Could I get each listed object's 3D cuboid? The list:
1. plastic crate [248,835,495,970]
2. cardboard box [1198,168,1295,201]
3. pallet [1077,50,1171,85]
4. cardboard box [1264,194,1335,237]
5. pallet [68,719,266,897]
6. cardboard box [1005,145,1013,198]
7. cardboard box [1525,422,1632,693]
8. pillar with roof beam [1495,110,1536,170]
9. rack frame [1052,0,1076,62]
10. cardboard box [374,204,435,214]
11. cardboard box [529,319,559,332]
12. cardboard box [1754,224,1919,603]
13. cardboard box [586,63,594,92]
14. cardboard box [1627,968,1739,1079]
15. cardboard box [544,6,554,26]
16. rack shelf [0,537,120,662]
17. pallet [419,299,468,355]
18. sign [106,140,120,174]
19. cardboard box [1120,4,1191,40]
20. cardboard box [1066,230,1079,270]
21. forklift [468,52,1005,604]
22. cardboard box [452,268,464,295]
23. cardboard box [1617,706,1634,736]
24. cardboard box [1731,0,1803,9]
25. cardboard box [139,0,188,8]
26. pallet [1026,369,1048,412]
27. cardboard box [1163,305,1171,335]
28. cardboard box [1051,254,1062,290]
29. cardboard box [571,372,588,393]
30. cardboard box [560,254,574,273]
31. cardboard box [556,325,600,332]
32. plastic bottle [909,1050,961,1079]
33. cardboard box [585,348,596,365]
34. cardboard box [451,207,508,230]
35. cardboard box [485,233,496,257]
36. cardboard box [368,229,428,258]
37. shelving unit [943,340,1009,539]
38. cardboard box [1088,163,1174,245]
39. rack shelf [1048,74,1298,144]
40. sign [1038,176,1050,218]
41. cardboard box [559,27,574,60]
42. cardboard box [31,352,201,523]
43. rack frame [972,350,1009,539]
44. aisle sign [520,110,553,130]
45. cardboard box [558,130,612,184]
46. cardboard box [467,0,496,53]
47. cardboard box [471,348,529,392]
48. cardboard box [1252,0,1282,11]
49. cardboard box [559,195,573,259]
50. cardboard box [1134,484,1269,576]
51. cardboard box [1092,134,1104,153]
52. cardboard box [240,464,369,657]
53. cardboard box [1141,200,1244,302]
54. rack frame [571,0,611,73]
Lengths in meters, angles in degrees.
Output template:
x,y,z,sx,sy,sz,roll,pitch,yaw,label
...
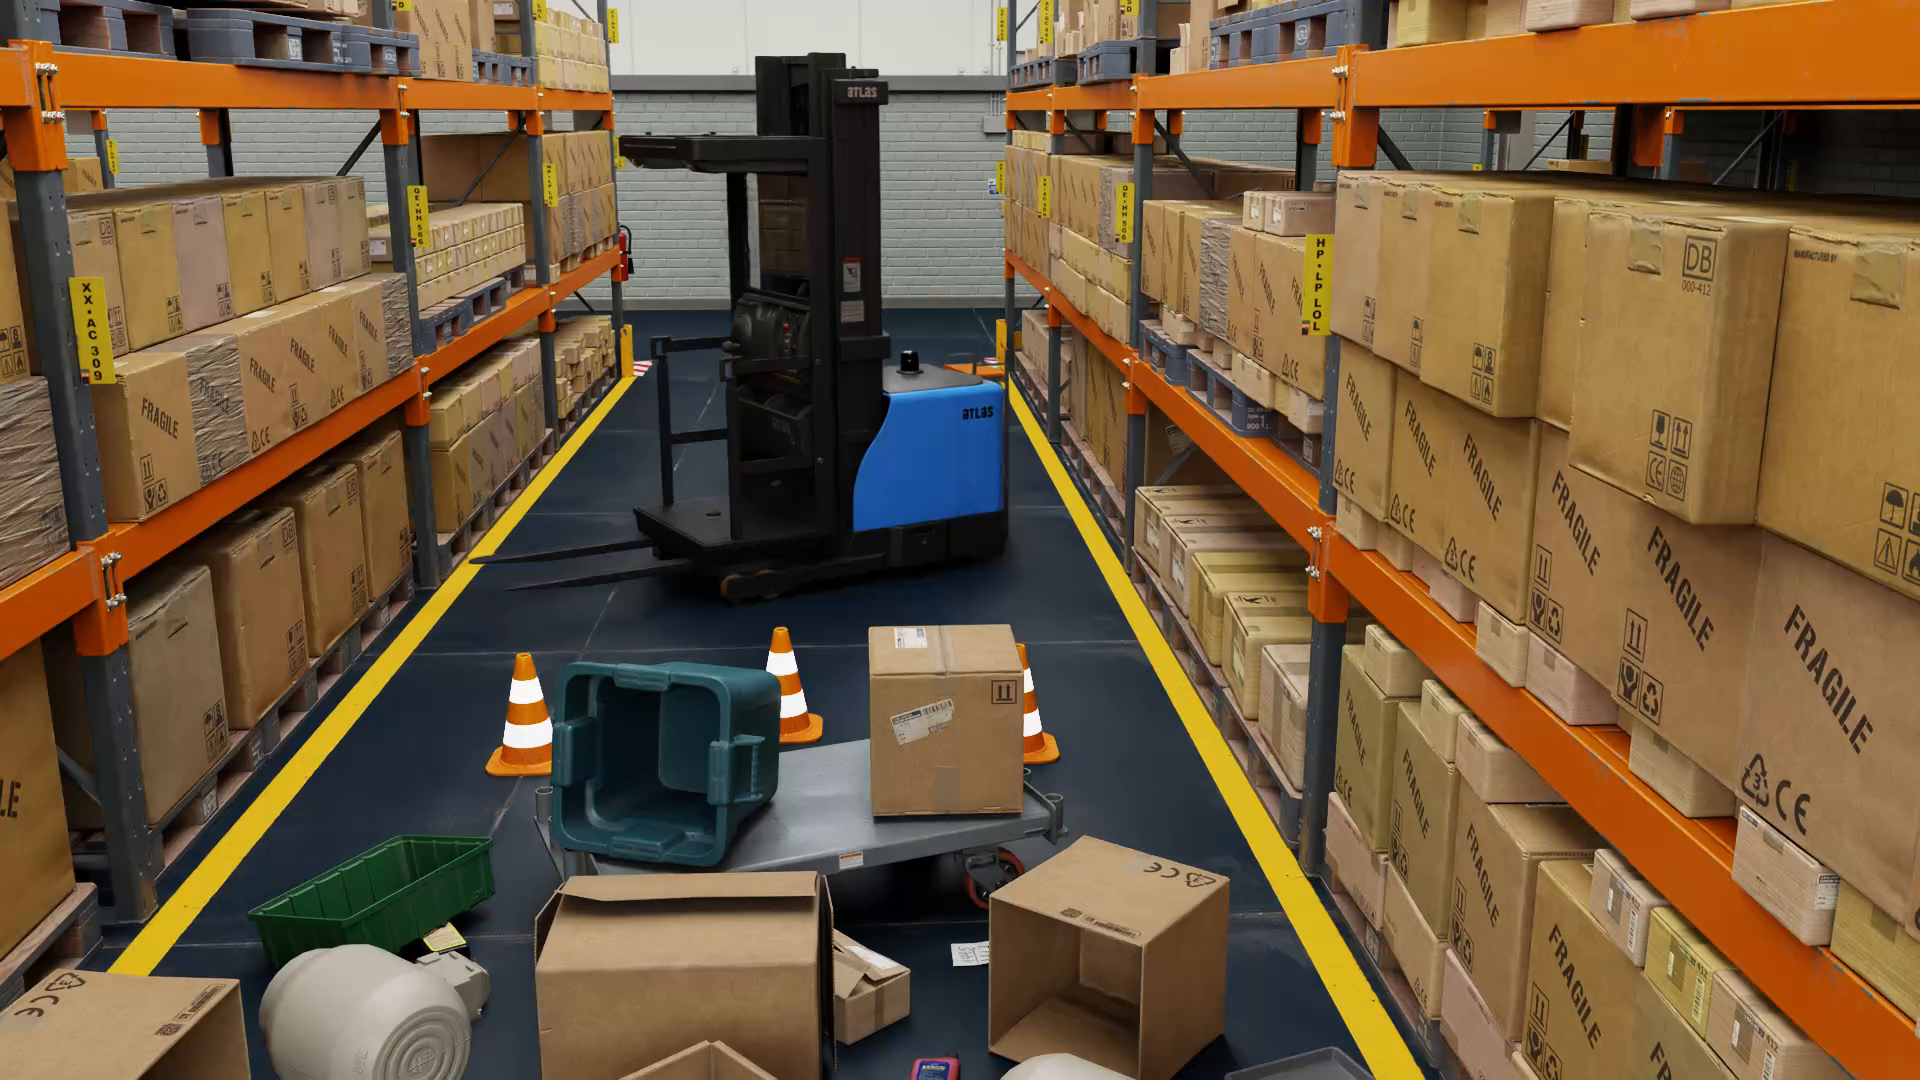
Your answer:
x,y,z,sx,sy,sz,roll,pitch,yaw,label
-1.897,1.183,5.438,0.450,0.188,0.662,-4,11,28,plastic crate
1.685,-1.930,9.800,0.500,0.500,0.500,-1,14,-5,cardboard box
1.306,-3.069,10.795,1.003,0.211,1.213,0,14,-1,pallet
1.409,-1.269,6.495,0.380,0.149,0.250,-1,14,-5,cardboard box
-3.338,0.985,6.273,1.003,0.211,1.213,-1,14,-3,pallet
0.721,-3.669,16.560,0.500,0.500,0.500,-1,14,-5,cardboard box
1.592,0.020,3.631,0.500,0.500,0.500,-1,14,-3,cardboard box
2.365,-6.861,19.134,9.100,9.000,0.400,-1,14,-3,pillar with roof beam
1.223,-5.171,12.565,1.000,3.000,0.127,-1,14,-3,rack frame
-4.146,-2.429,12.414,0.380,0.149,0.250,0,14,-1,cardboard box
-4.128,-2.067,16.226,0.380,0.149,0.250,-1,14,-2,cardboard box
1.693,-0.208,2.509,0.700,0.500,0.500,-1,14,-3,cardboard box
-3.610,-4.180,15.032,0.500,0.250,0.500,0,14,-1,cardboard box
1.621,1.159,3.173,0.500,0.500,0.500,0,14,-1,cardboard box
-3.513,-4.250,13.504,0.380,0.149,0.250,-1,14,-5,cardboard box
-3.091,0.671,3.341,1.077,0.370,4.000,-1,14,-3,rack shelf
-3.613,-1.252,9.757,1.213,0.211,1.003,-1,14,-3,pallet
-8.373,-3.788,16.429,0.100,0.325,0.005,-1,14,-3,sign
1.297,-3.068,9.362,0.797,0.503,0.637,-2,15,-7,cardboard box
1.034,-2.066,11.835,0.500,0.250,0.500,-1,14,-3,cardboard box
-1.254,-1.214,9.364,3.031,2.935,1.130,-9,17,-30,forklift
-3.360,-1.632,10.513,0.380,0.149,0.250,0,14,-2,cardboard box
1.655,0.370,3.572,0.380,0.149,0.250,-1,14,-3,cardboard box
1.614,-1.016,2.938,0.380,0.149,0.250,-1,14,-5,cardboard box
-3.575,-2.395,6.930,0.500,0.311,0.500,-1,14,-4,cardboard box
1.176,-1.410,15.581,1.003,0.211,1.213,-1,14,-3,pallet
1.261,-1.129,8.557,0.380,0.149,0.250,-2,15,-7,cardboard box
0.987,-2.079,12.890,0.500,0.250,0.500,-1,14,-5,cardboard box
-3.534,-1.404,14.843,0.380,0.149,0.250,-1,14,-5,cardboard box
-3.522,-2.378,14.253,0.380,0.149,0.250,-1,14,-2,cardboard box
-3.619,-1.951,15.773,0.380,0.149,0.250,-1,15,-6,cardboard box
-0.073,1.497,4.586,0.133,0.061,0.283,2,15,6,plastic bottle
-3.565,-1.677,15.306,0.380,0.149,0.250,0,14,-1,cardboard box
-3.460,-2.306,11.936,0.380,0.149,0.250,-1,14,-5,cardboard box
-3.423,-2.034,11.476,0.380,0.149,0.250,-2,15,-6,cardboard box
-3.318,-1.724,9.674,0.380,0.149,0.250,-1,14,-5,cardboard box
0.099,-0.637,10.595,0.258,1.200,0.503,-6,16,-21,shelving unit
1.114,-2.179,10.769,0.500,0.500,0.500,-1,14,-3,cardboard box
1.347,-2.872,11.095,1.077,0.370,4.000,-1,14,-3,rack shelf
0.670,-2.714,13.160,0.100,0.325,0.005,-1,14,-3,sign
-3.545,-4.159,13.949,0.500,0.250,0.500,-1,14,-2,cardboard box
-2.979,-0.358,5.697,0.500,0.500,0.500,-1,14,-3,cardboard box
0.190,-0.581,10.375,0.240,1.200,0.015,-6,16,-21,rack frame
-4.263,-4.431,16.512,0.394,0.787,0.004,-1,14,-3,aisle sign
-3.682,-3.726,16.182,0.500,0.500,0.500,-1,14,-5,cardboard box
-3.797,-3.773,12.106,0.700,0.500,0.500,-1,14,-3,cardboard box
-3.394,-1.211,11.881,0.500,0.250,0.500,0,14,-1,cardboard box
1.481,-2.255,6.710,0.500,0.250,0.500,-1,14,-3,cardboard box
-3.528,-2.607,13.840,0.500,0.500,0.500,-1,14,-3,cardboard box
1.496,-0.061,9.174,0.950,0.372,0.625,-2,15,-7,cardboard box
0.979,-3.251,13.634,0.380,0.149,0.250,-1,14,-2,cardboard box
-3.458,0.087,7.840,1.050,0.750,0.750,-1,14,-3,cardboard box
1.268,-1.551,8.895,0.500,0.500,0.500,-1,14,-5,cardboard box
-3.959,-6.064,16.036,1.000,3.000,0.127,-1,14,-3,rack frame
